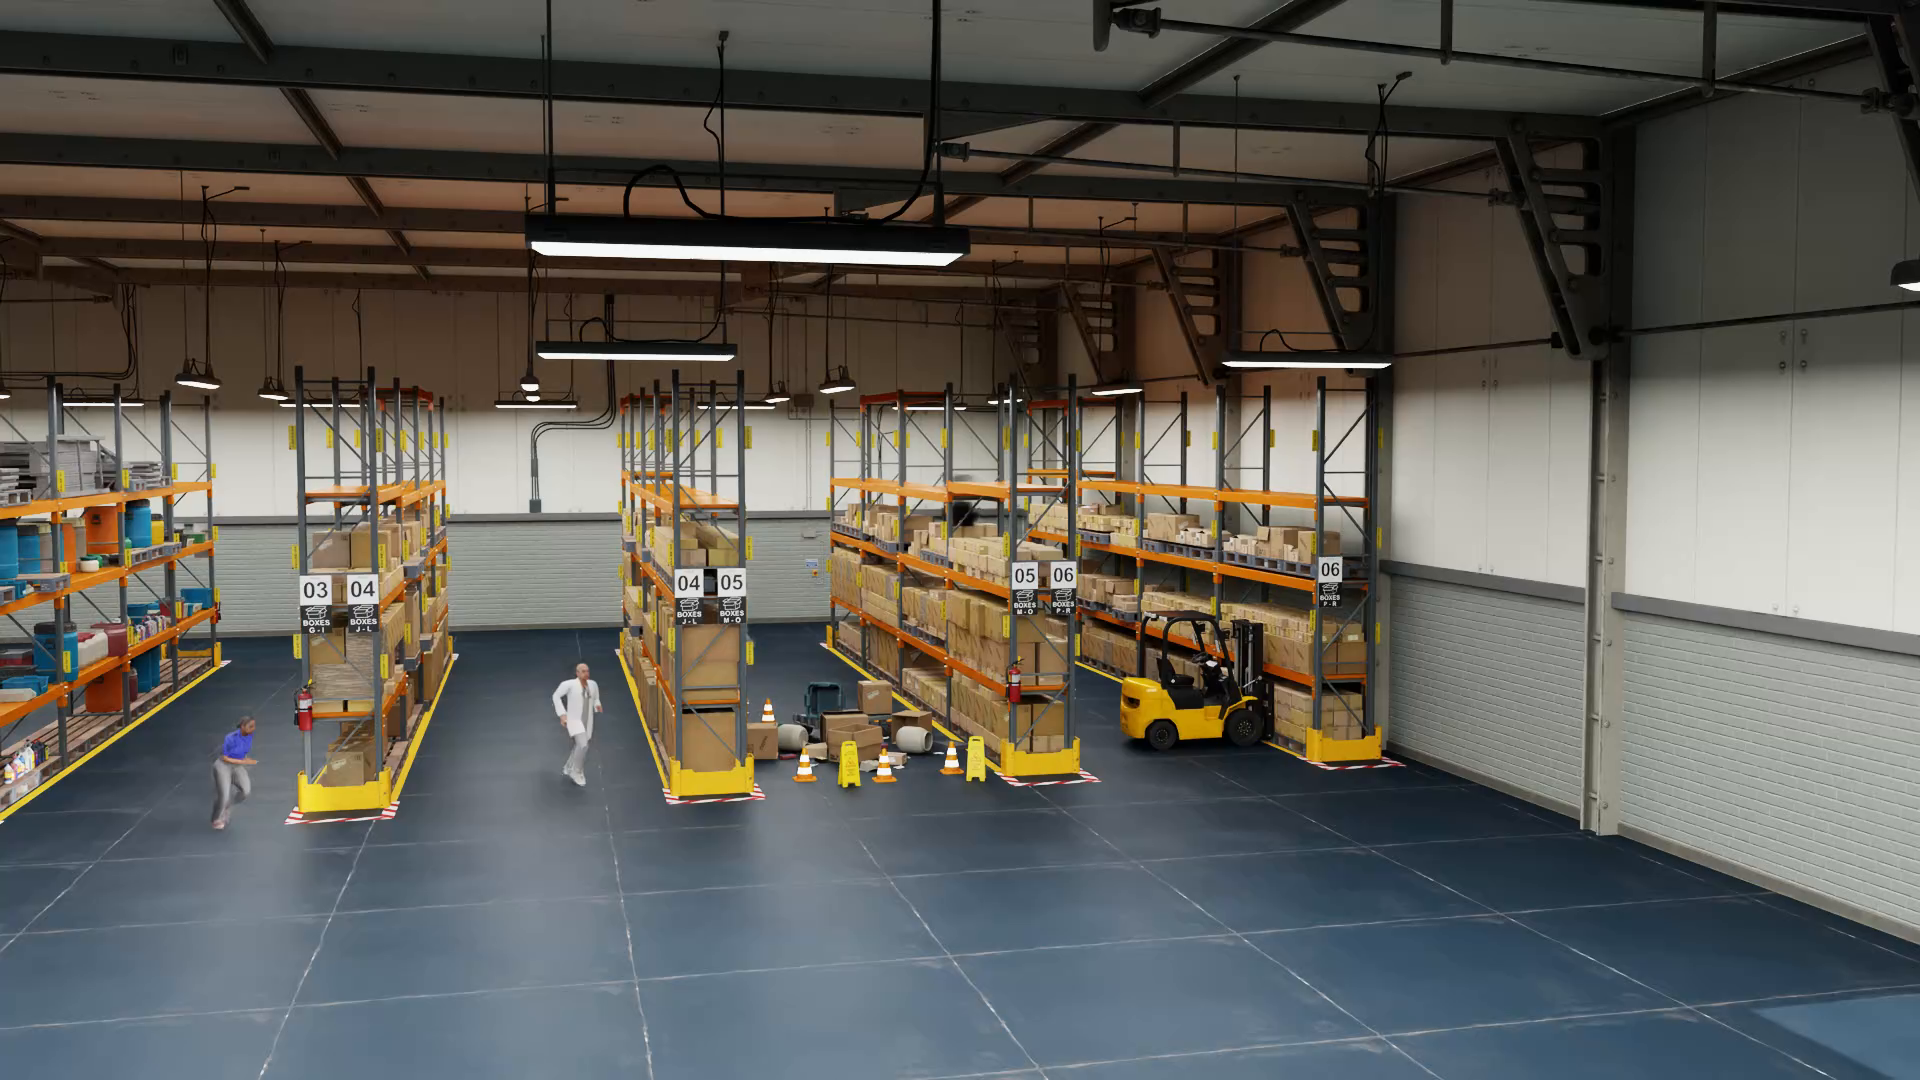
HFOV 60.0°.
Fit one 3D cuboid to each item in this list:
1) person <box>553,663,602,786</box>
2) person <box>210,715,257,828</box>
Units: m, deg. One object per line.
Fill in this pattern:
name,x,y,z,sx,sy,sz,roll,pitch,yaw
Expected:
person,-5.561,2.733,24.280,0.880,1.712,0.652,3,5,44
person,-9.330,2.979,21.472,0.847,1.484,0.602,1,4,23
